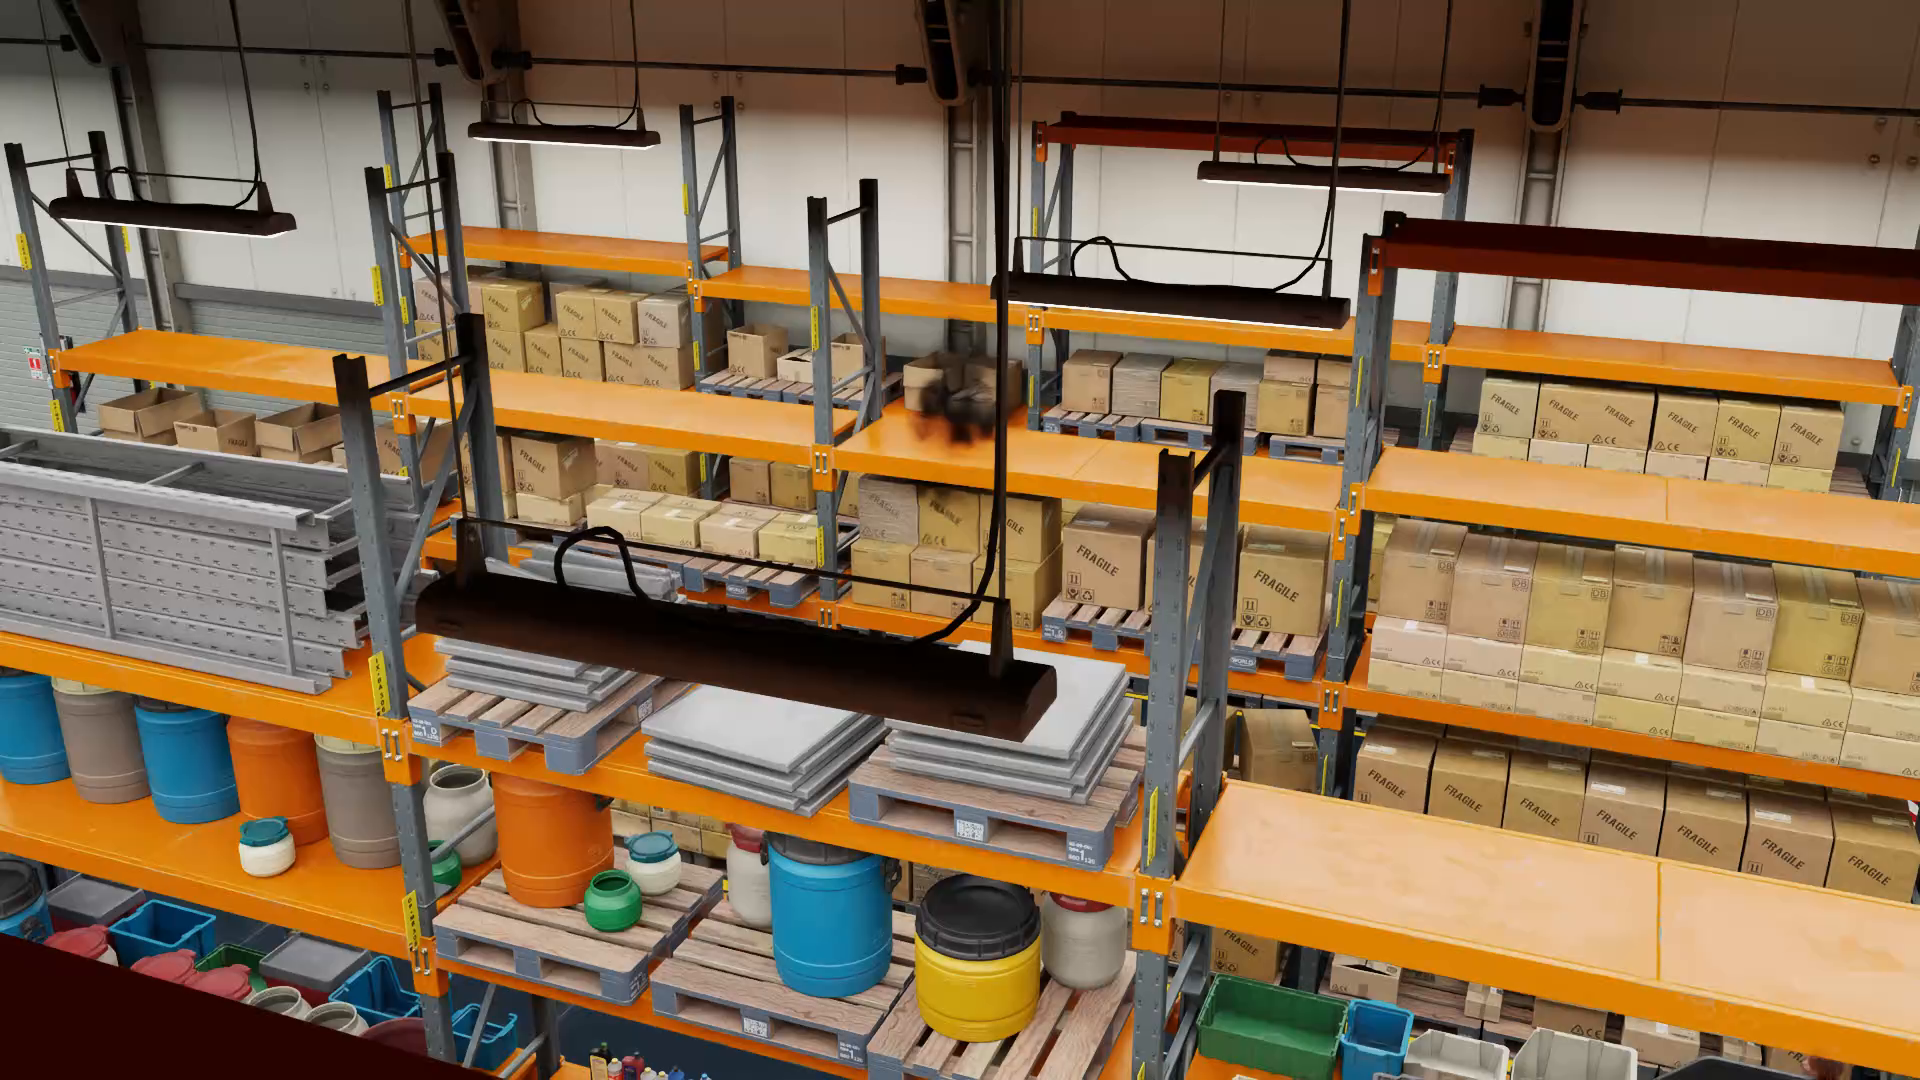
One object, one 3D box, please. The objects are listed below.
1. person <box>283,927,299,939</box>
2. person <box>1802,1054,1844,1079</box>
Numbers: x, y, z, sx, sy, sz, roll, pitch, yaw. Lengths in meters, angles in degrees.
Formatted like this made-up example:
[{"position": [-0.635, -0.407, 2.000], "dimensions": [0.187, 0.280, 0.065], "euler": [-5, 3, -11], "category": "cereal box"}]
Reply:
[{"position": [-4.984, 2.722, 12.846], "dimensions": [0.710, 1.745, 0.594], "euler": [7, 22, 18], "category": "person"}, {"position": [5.207, 3.791, 10.275], "dimensions": [0.559, 1.541, 0.550], "euler": [1, 21, 3], "category": "person"}]
